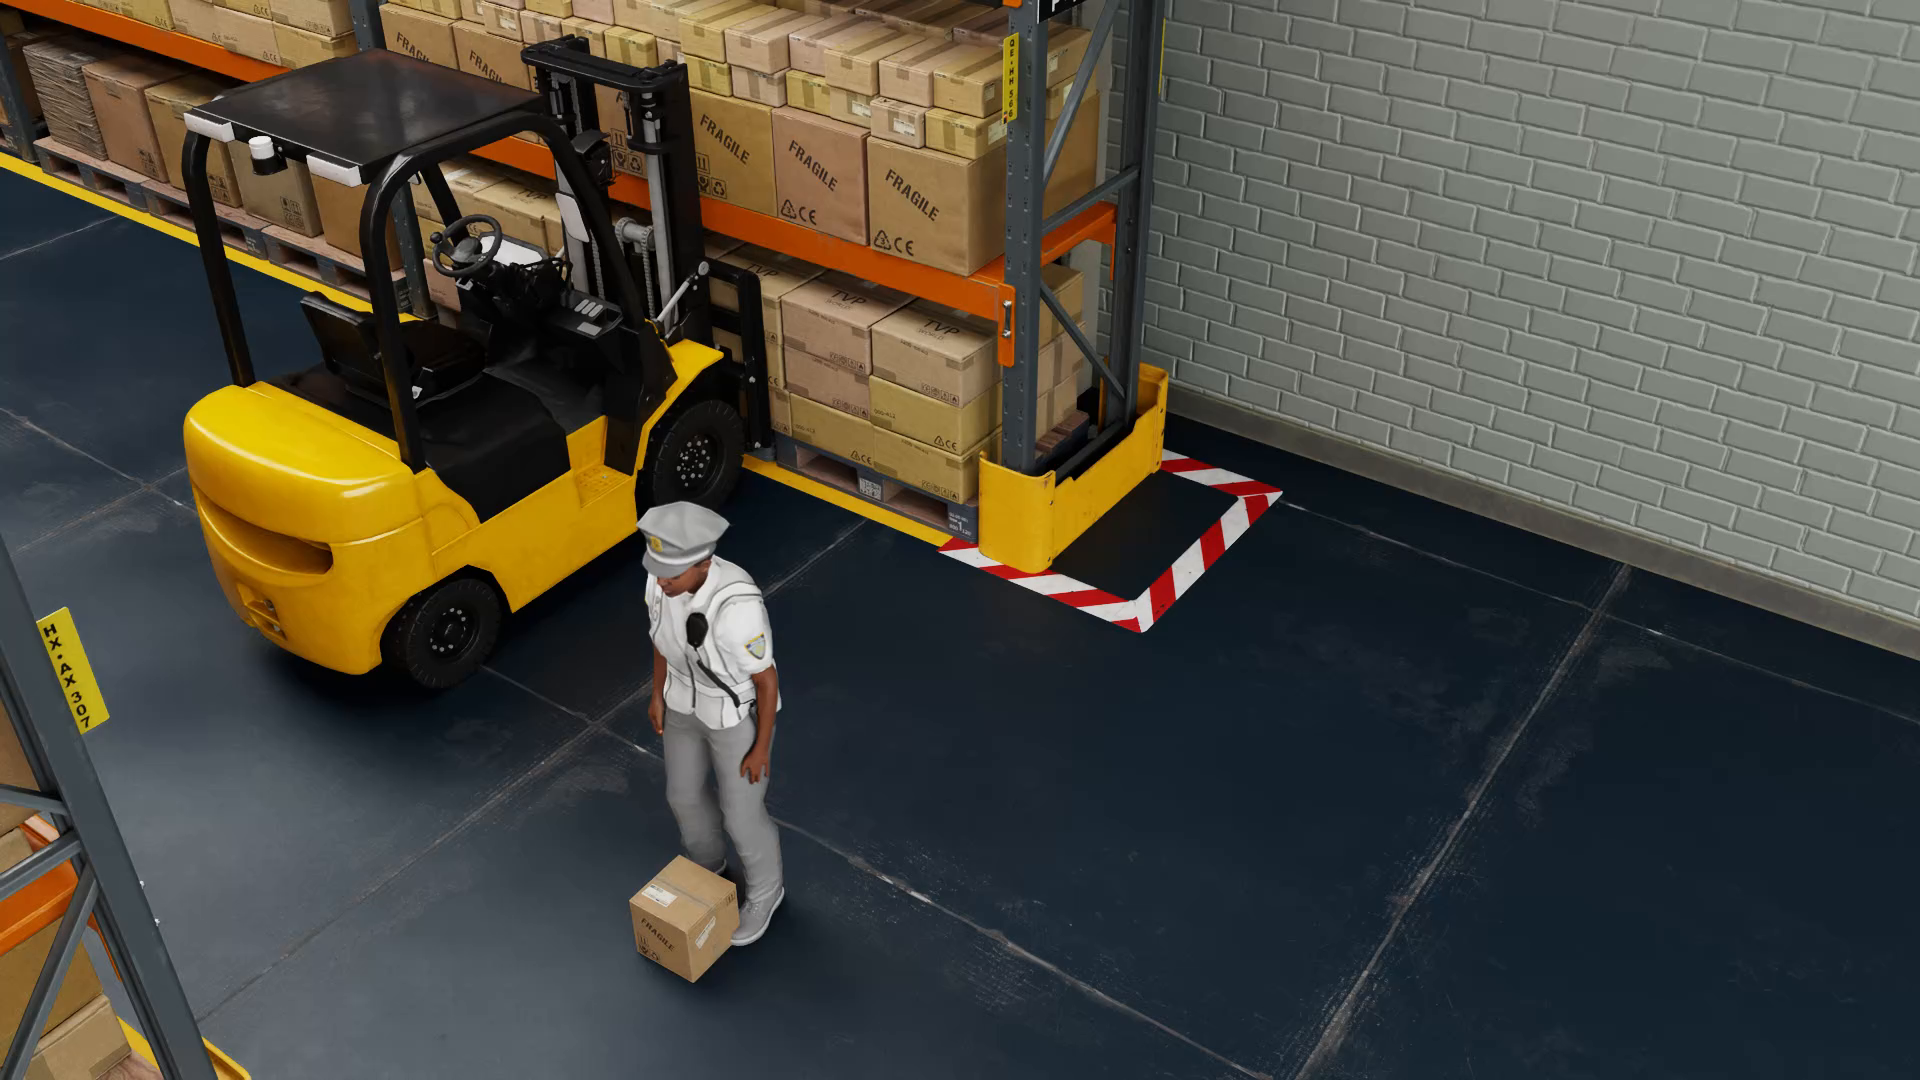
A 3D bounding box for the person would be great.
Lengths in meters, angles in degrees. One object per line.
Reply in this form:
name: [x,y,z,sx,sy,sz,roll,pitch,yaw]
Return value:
person: [-0.793,0.573,5.319,0.508,1.659,0.395,22,40,28]
